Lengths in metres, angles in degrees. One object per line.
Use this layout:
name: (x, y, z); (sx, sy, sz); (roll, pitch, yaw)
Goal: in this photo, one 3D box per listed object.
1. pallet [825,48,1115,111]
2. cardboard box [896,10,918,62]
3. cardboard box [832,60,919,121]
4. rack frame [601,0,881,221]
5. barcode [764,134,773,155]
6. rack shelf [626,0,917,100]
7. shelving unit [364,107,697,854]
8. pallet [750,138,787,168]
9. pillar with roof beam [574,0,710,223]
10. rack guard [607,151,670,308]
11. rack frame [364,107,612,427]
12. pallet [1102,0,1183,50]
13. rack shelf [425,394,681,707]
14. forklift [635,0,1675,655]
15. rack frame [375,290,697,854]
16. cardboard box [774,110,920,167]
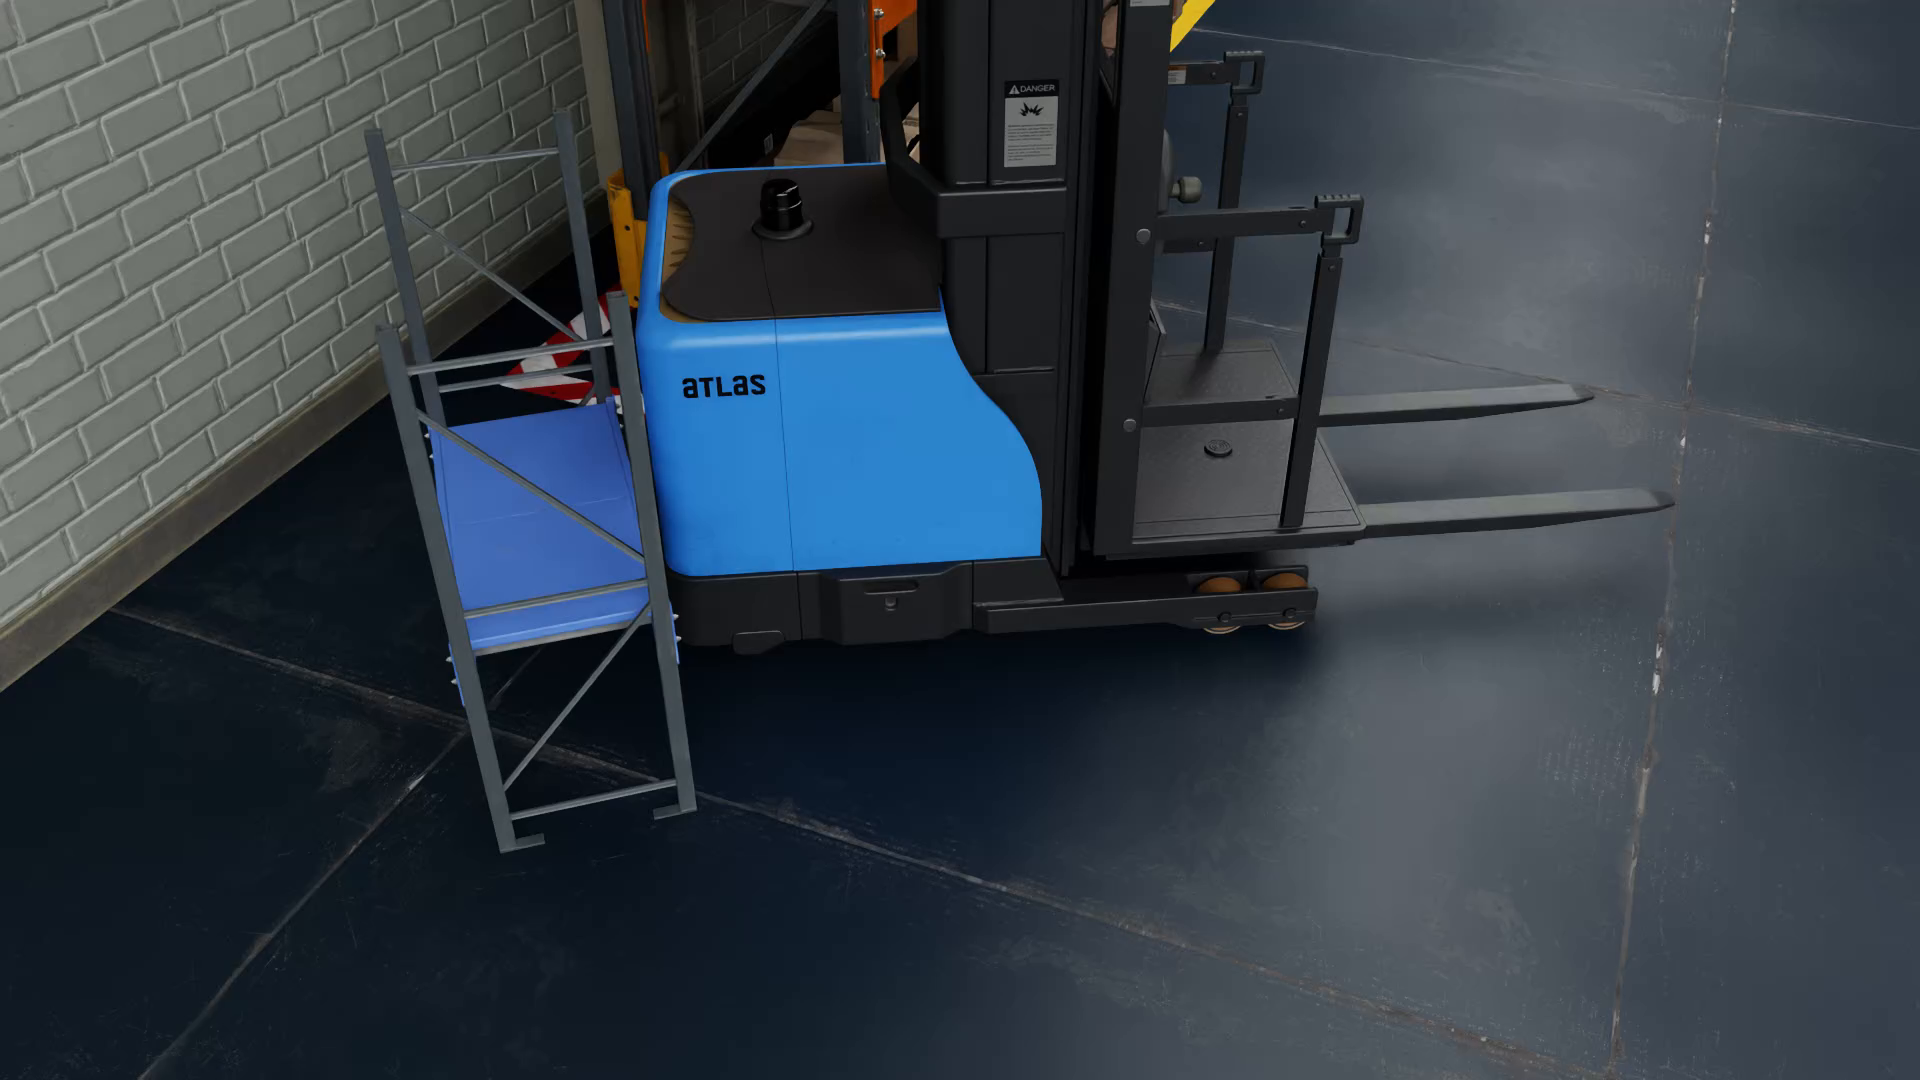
pallet: (0.074, -2.085, 7.863); (1.003, 0.211, 1.213); (14, 39, 18)
cardboard box: (0.126, -2.293, 7.533); (0.700, 0.500, 0.500); (11, 38, 15)
cardboard box: (-0.199, -1.822, 7.061); (0.500, 0.311, 0.500); (17, 40, 21)
rack frame: (-0.763, -2.045, 5.480); (1.000, 3.000, 0.127); (14, 39, 18)
barcode: (-0.779, -1.612, 6.771); (0.001, 0.075, 0.075); (14, 39, 18)
rack shelf: (-0.002, -2.864, 7.177); (1.077, 0.370, 4.000); (14, 39, 18)
shelving unit: (-1.075, -0.154, 4.203); (0.538, 1.500, 1.048); (-11, 38, -14)
pallet: (-0.392, -1.412, 6.963); (1.003, 0.211, 1.213); (14, 39, 18)
pillar with roof beam: (2.685, -4.052, 3.155); (9.100, 9.000, 0.400); (14, 39, 18)
rack guard: (-0.734, -1.086, 6.285); (1.175, 0.500, 0.348); (14, 39, 18)
rack frame: (-1.226, -0.445, 4.592); (0.500, 1.500, 0.032); (-11, 38, -14)
pallet: (0.536, -2.763, 8.770); (1.003, 0.211, 1.213); (14, 39, 18)
rack shelf: (-1.075, -0.010, 4.311); (0.538, 0.185, 1.000); (-11, 38, -14)
forklift: (0.625, -1.212, 4.424); (3.031, 2.935, 1.130); (-4, 37, -5)
rack frame: (-0.925, 0.137, 3.815); (0.500, 1.500, 0.032); (-11, 38, -14)
cardboard box: (-0.416, -1.507, 6.639); (0.500, 0.311, 0.500); (10, 38, 13)
